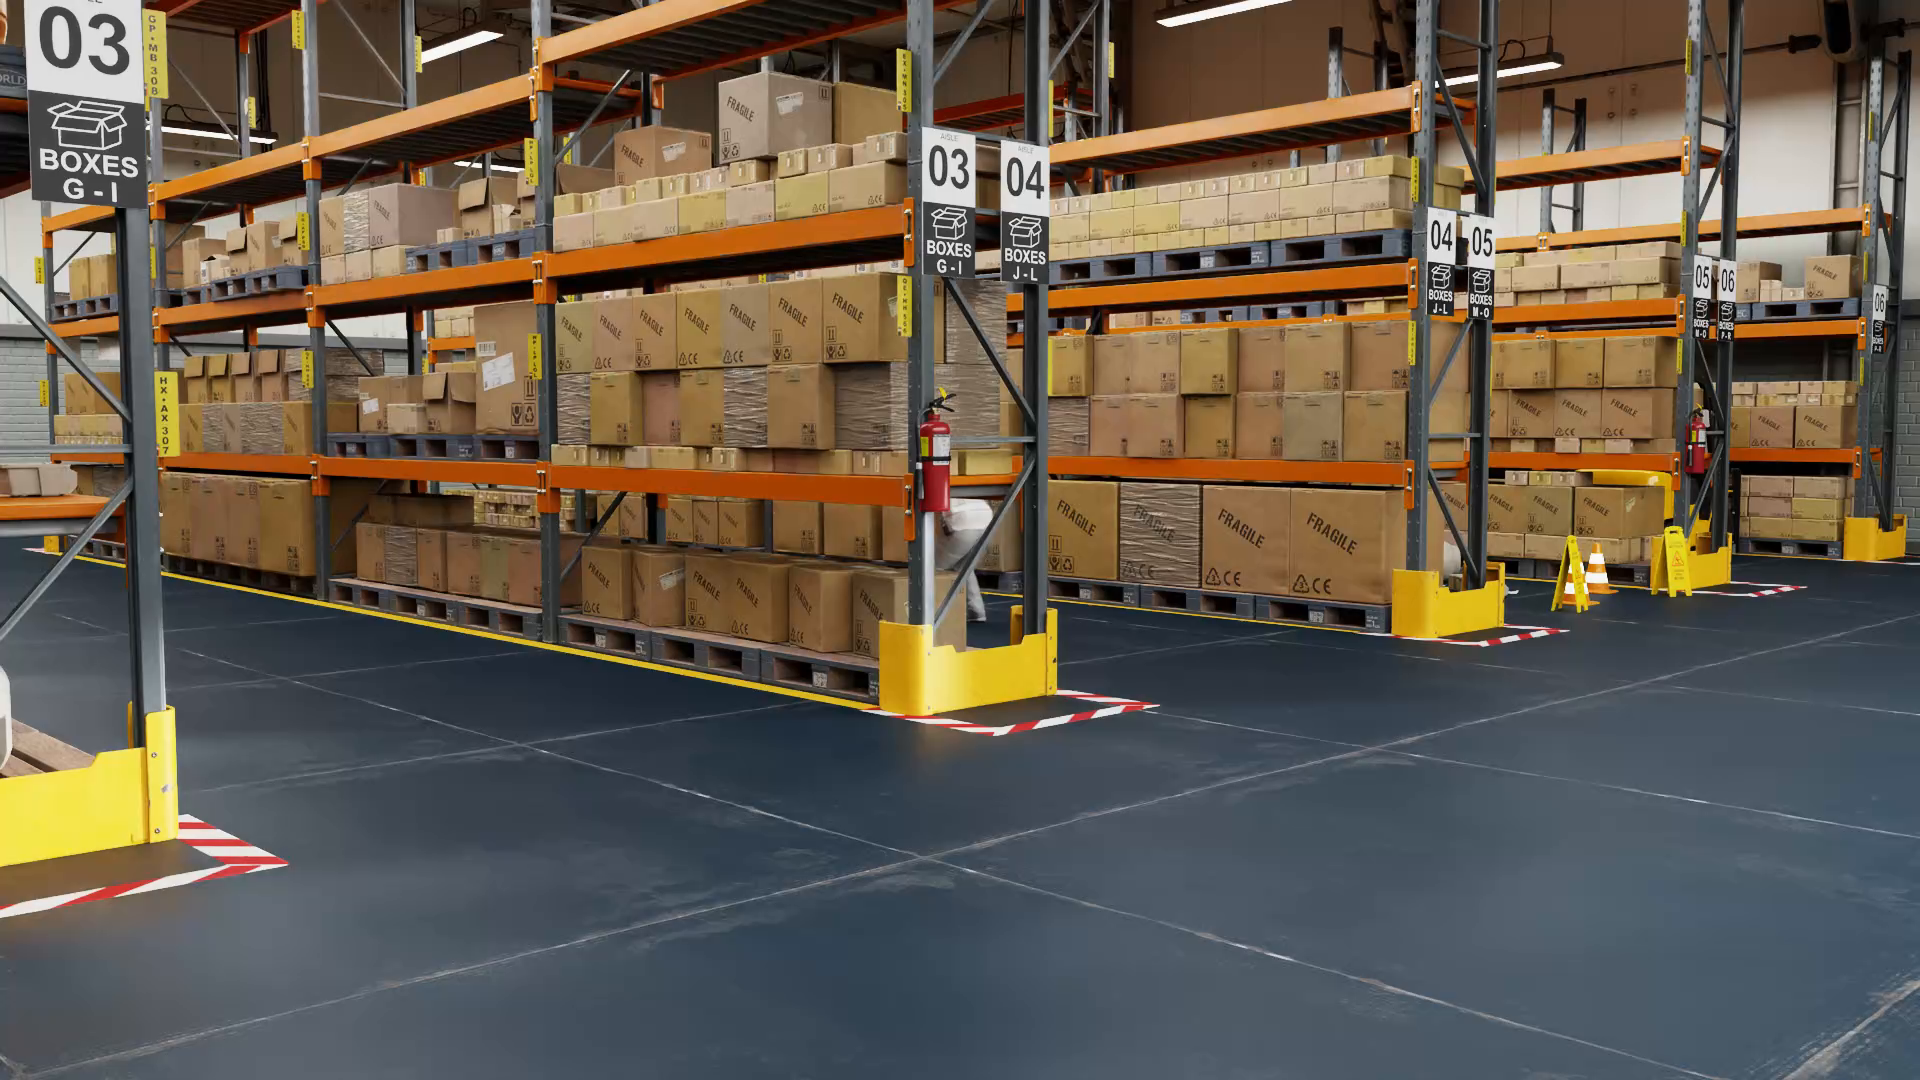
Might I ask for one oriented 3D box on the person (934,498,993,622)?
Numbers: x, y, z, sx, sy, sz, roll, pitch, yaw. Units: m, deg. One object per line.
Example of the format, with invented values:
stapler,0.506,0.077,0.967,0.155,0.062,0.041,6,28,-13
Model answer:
person,-0.050,-0.034,13.332,0.532,1.421,0.640,-4,6,-43
